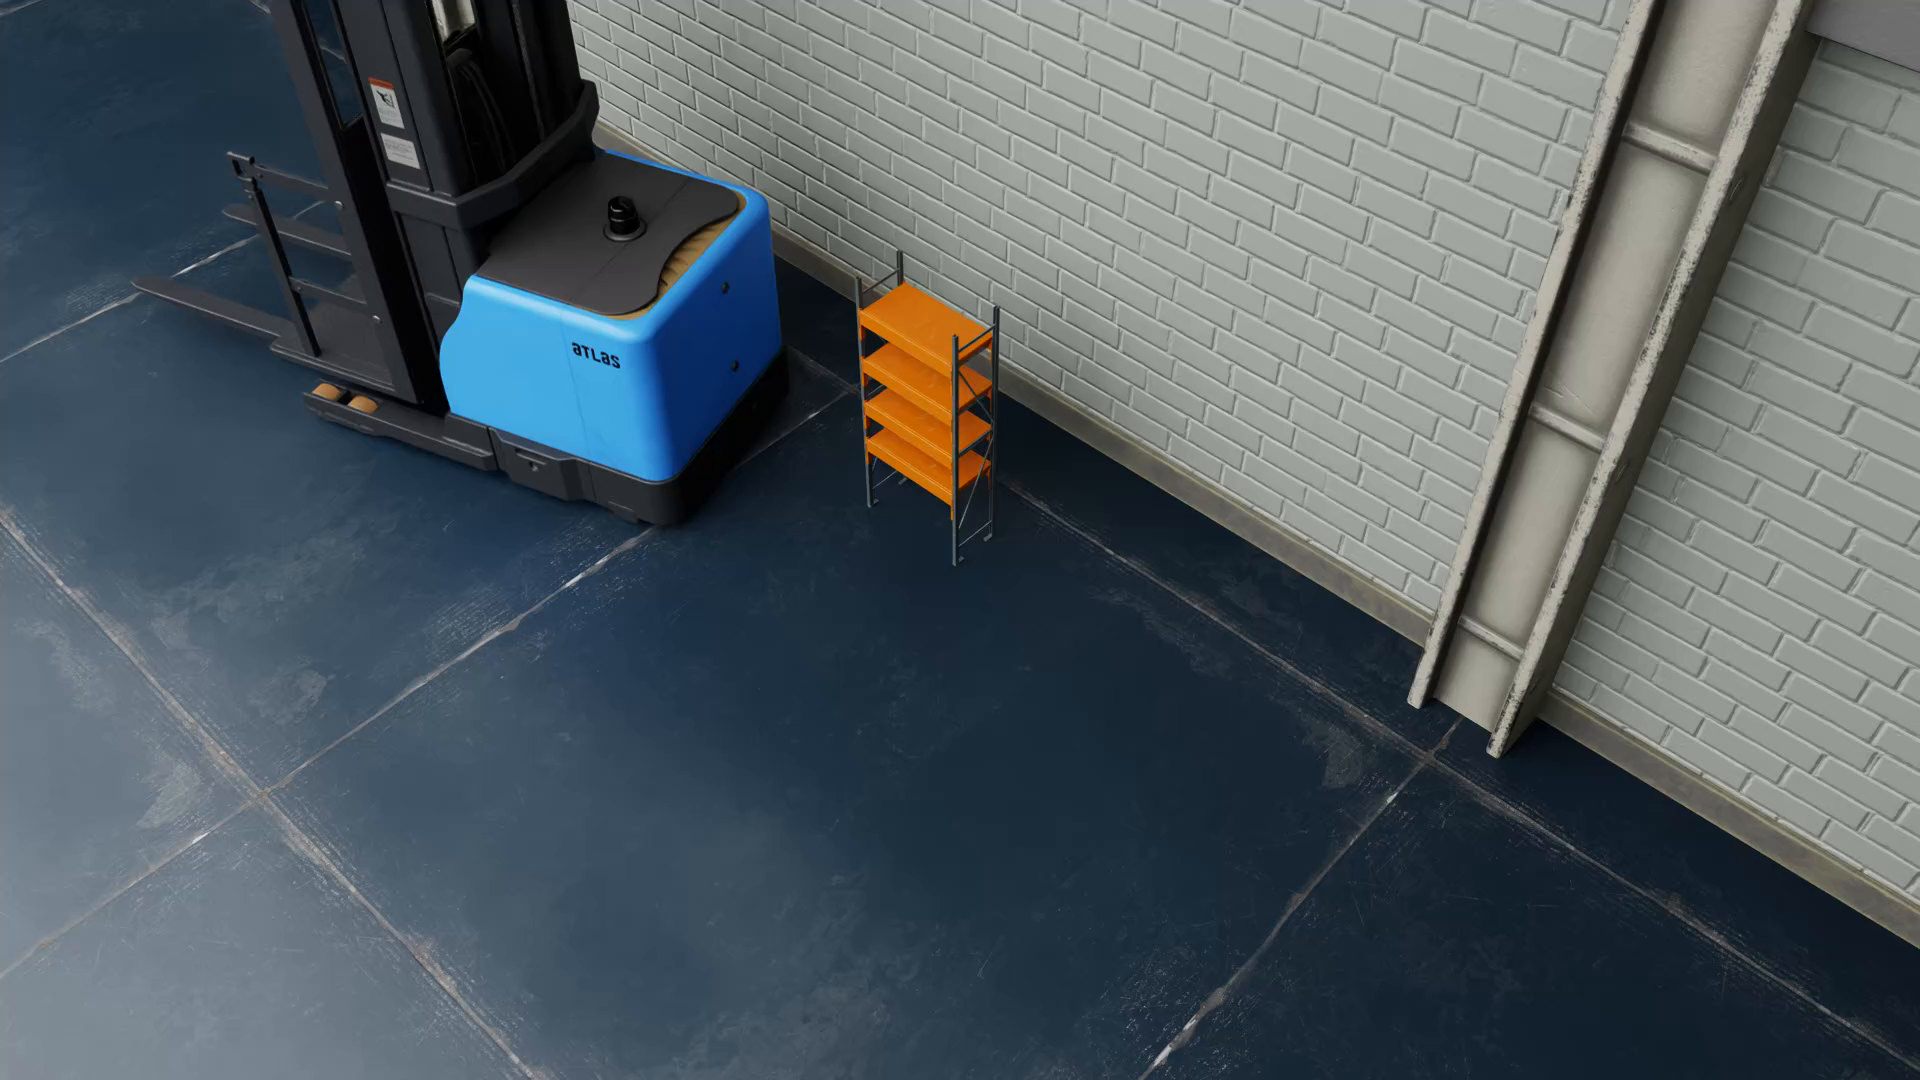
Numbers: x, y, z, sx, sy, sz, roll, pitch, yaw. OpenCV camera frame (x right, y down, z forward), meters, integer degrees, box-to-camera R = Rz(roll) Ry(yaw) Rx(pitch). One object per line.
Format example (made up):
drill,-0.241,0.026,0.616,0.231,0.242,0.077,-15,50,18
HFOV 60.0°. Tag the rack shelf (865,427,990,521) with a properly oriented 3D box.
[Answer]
rack shelf,-0.122,-0.311,6.692,0.480,0.148,0.258,34,55,28

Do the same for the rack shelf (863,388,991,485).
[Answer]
rack shelf,-0.122,-0.446,6.547,0.480,0.148,0.258,34,55,28

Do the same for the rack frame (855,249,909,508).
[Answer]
rack frame,-0.301,-0.613,6.611,0.015,1.200,0.240,34,55,28

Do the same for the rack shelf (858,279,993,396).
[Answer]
rack shelf,-0.122,-0.762,6.211,0.480,0.148,0.258,34,55,28

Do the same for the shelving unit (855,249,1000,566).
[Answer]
shelving unit,-0.122,-0.493,6.498,0.503,1.200,0.258,34,55,28

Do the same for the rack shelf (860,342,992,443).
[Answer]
rack shelf,-0.122,-0.600,6.384,0.480,0.148,0.258,34,55,28

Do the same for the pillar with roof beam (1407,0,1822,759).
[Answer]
pillar with roof beam,-0.983,-0.148,0.825,0.400,9.000,9.100,34,55,28

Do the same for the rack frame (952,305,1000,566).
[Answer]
rack frame,0.058,-0.372,6.385,0.015,1.200,0.240,34,55,28

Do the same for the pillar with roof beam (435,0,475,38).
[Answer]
pillar with roof beam,-5.392,-3.115,3.611,0.400,9.000,9.100,34,55,28

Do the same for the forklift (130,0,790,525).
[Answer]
forklift,-2.317,-1.799,6.537,3.031,2.935,1.130,19,50,17
